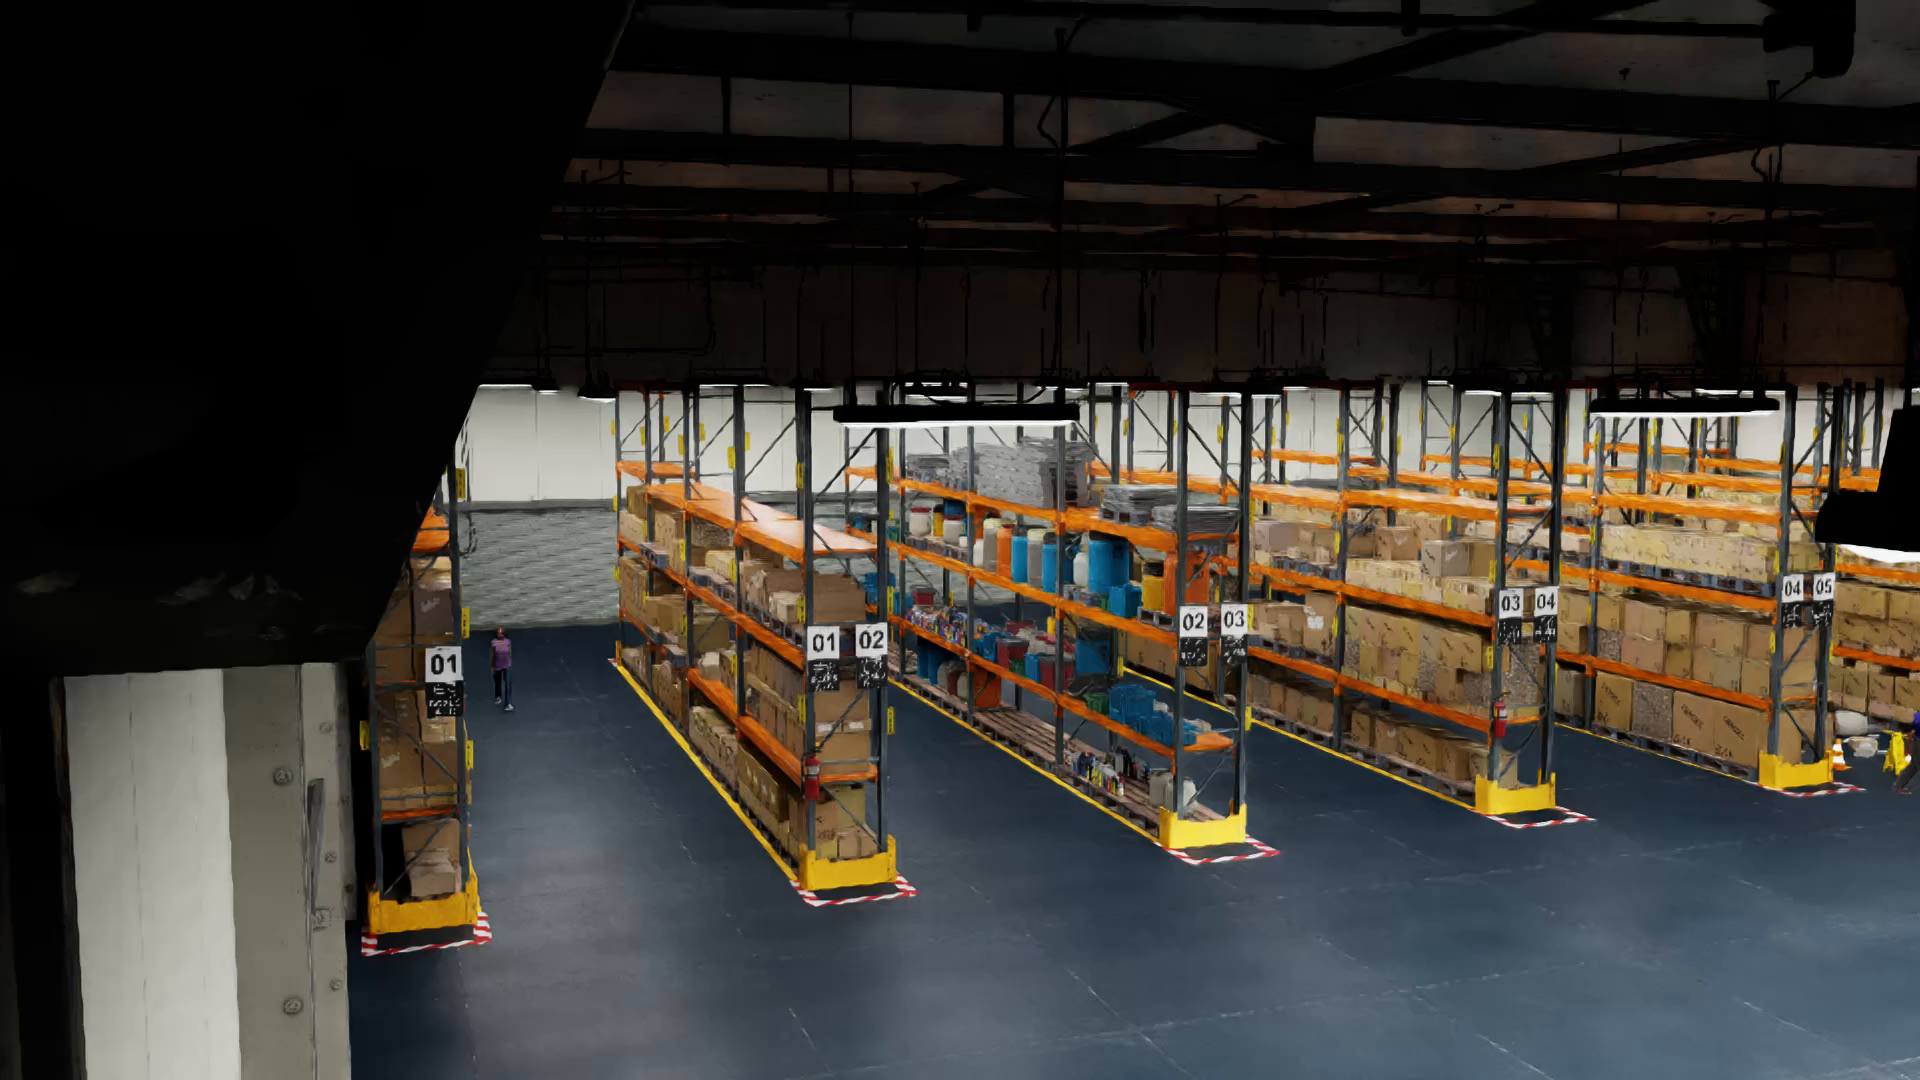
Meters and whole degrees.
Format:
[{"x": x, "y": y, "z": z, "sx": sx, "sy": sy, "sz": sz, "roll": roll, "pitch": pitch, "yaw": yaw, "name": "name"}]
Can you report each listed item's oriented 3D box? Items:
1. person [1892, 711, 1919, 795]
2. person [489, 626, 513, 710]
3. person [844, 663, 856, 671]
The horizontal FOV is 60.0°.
[{"x": 13.954, "y": 2.991, "z": 24.008, "sx": 0.447, "sy": 1.571, "sz": 1.078, "roll": -2, "pitch": 6, "yaw": -21, "name": "person"}, {"x": -8.456, "y": 2.327, "z": 30.629, "sx": 0.417, "sy": 1.517, "sz": 1.037, "roll": -2, "pitch": 6, "yaw": -17, "name": "person"}, {"x": -1.922, "y": 2.299, "z": 30.331, "sx": 0.682, "sy": 1.676, "sz": 0.529, "roll": -2, "pitch": 6, "yaw": -22, "name": "person"}]
